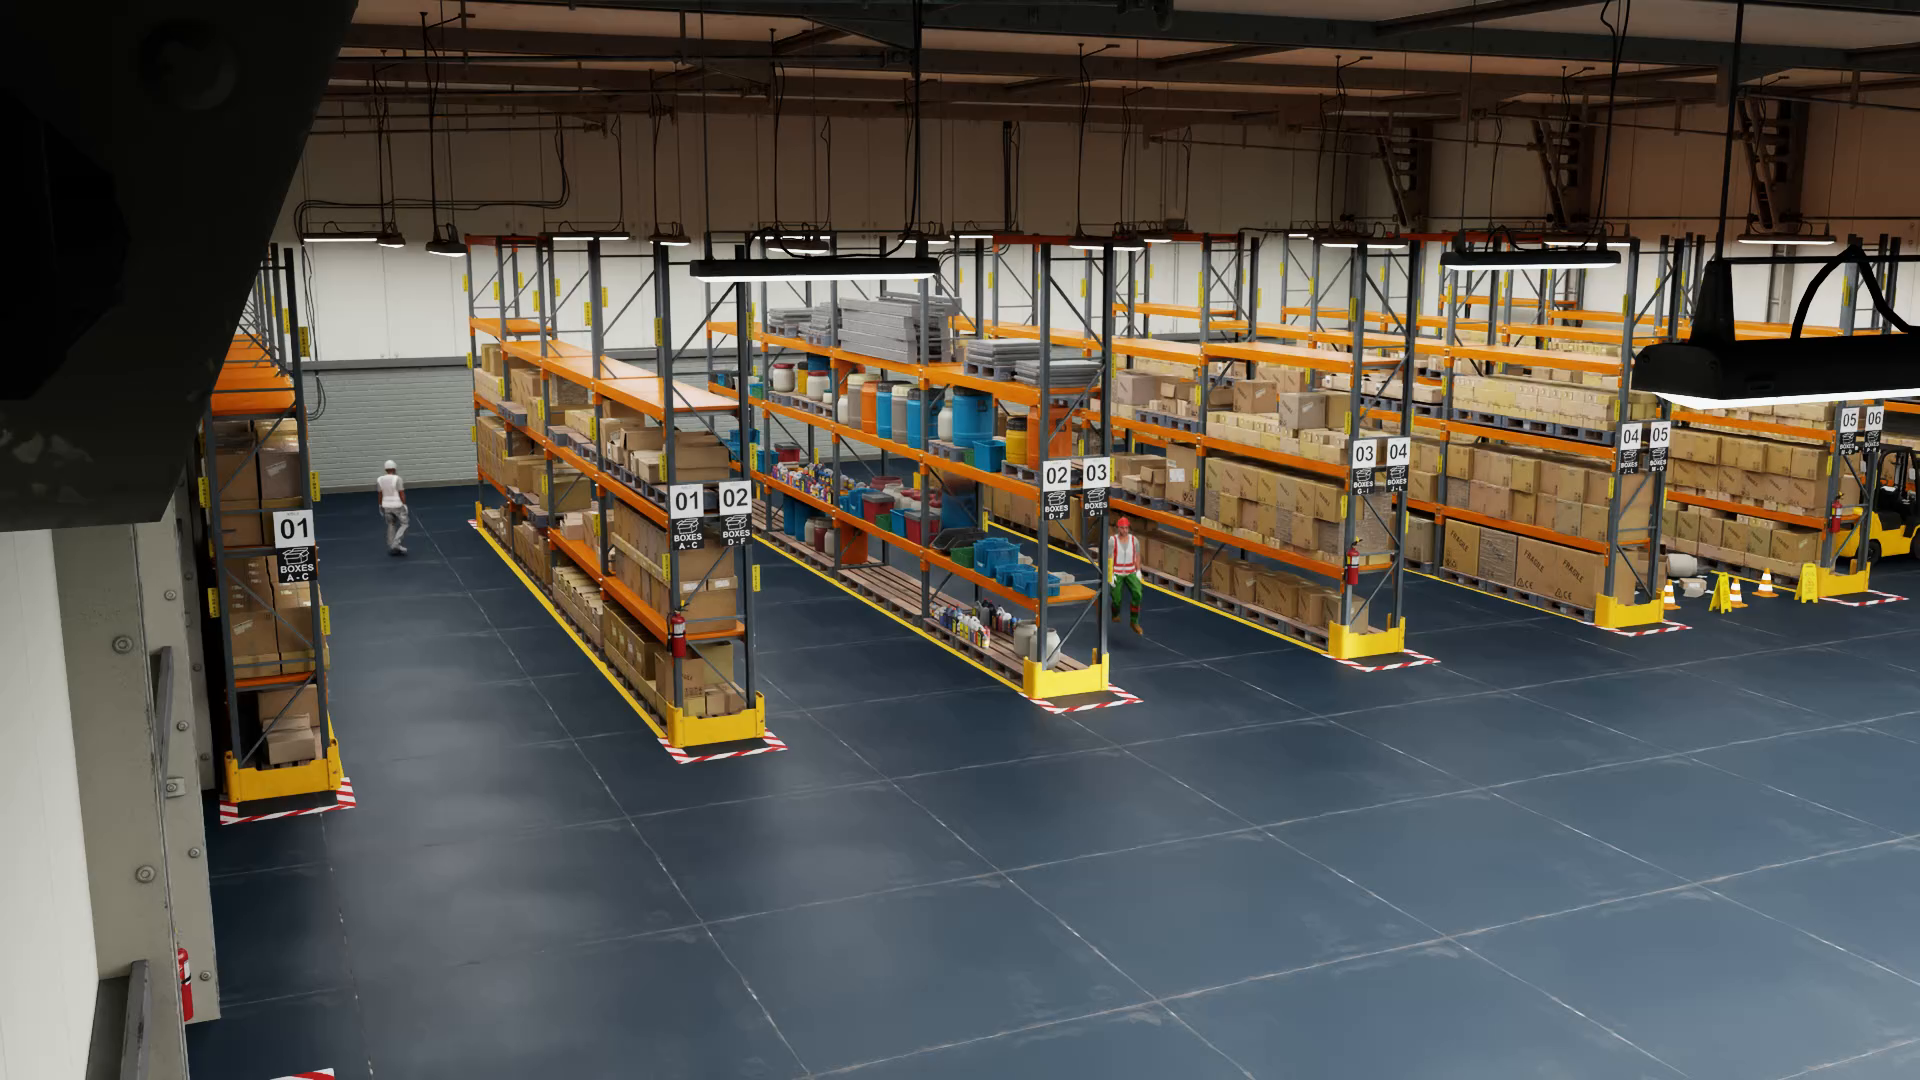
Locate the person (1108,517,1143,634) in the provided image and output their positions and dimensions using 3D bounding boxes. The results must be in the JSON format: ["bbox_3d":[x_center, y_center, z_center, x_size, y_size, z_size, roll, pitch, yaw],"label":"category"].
[{"bbox_3d":[2.462,0.494,24.871,0.577,1.692,0.813,-1,11,-3],"label":"person"}]

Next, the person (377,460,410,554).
[{"bbox_3d":[-10.814,-0.622,31.679,0.596,1.787,0.501,3,11,17],"label":"person"}]
